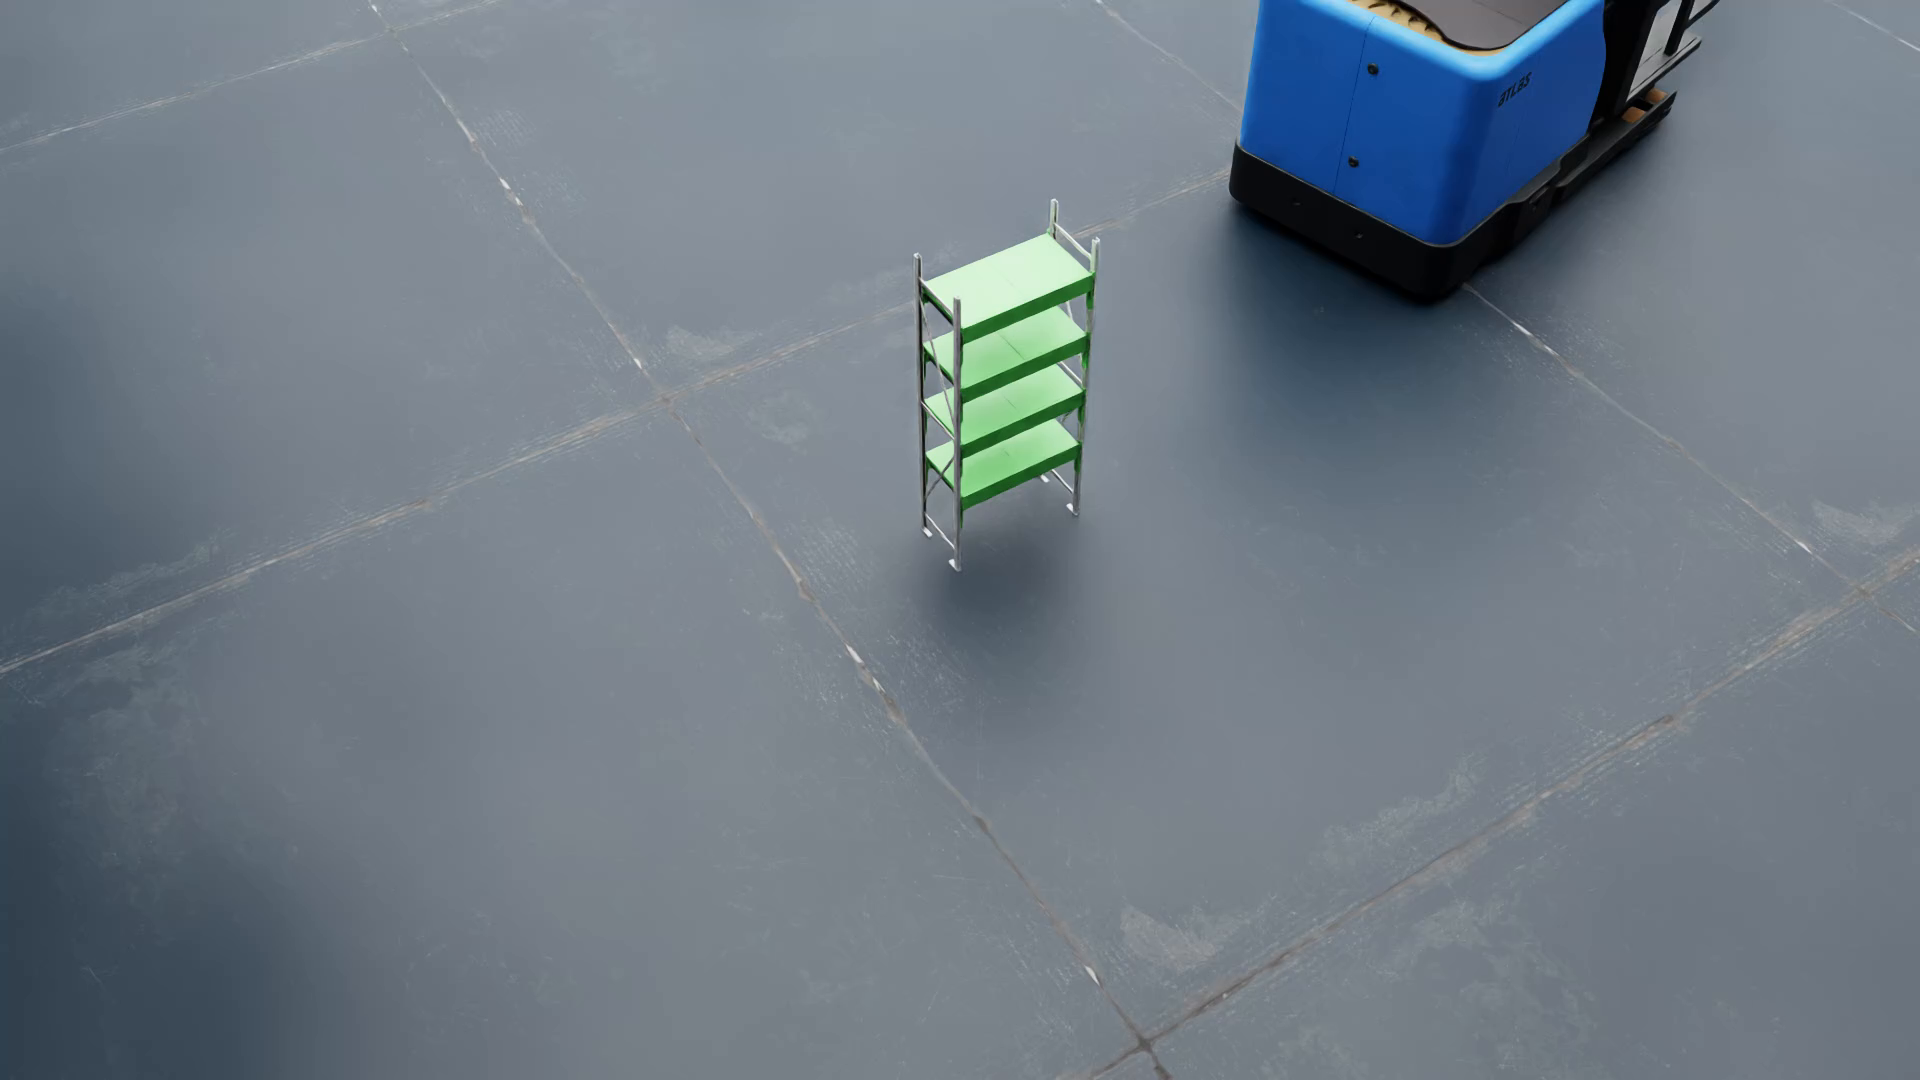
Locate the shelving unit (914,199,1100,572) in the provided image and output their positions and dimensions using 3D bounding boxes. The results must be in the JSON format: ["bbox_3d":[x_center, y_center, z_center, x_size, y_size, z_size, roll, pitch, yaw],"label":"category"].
[{"bbox_3d":[0.140,-0.465,5.361,0.503,1.200,0.258,-25,53,-21],"label":"shelving unit"}]

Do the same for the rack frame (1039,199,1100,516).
[{"bbox_3d":[0.346,-0.562,5.447,0.015,1.200,0.240,-25,53,-21],"label":"rack frame"}]

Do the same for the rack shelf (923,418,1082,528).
[{"bbox_3d":[0.140,-0.263,5.588,0.480,0.148,0.258,-25,53,-21],"label":"rack shelf"}]

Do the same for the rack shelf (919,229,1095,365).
[{"bbox_3d":[0.140,-0.742,5.050,0.480,0.148,0.258,-25,53,-21],"label":"rack shelf"}]

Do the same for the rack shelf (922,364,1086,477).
[{"bbox_3d":[0.140,-0.423,5.408,0.480,0.148,0.258,-25,53,-21],"label":"rack shelf"}]

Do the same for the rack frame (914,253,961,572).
[{"bbox_3d":[-0.066,-0.368,5.274,0.015,1.200,0.240,-25,53,-21],"label":"rack frame"}]

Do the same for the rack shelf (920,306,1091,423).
[{"bbox_3d":[0.140,-0.582,5.229,0.480,0.148,0.258,-25,53,-21],"label":"rack shelf"}]

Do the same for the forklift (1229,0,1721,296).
[{"bbox_3d":[2.505,-2.937,6.403,1.130,2.935,3.031,35,57,27],"label":"forklift"}]
